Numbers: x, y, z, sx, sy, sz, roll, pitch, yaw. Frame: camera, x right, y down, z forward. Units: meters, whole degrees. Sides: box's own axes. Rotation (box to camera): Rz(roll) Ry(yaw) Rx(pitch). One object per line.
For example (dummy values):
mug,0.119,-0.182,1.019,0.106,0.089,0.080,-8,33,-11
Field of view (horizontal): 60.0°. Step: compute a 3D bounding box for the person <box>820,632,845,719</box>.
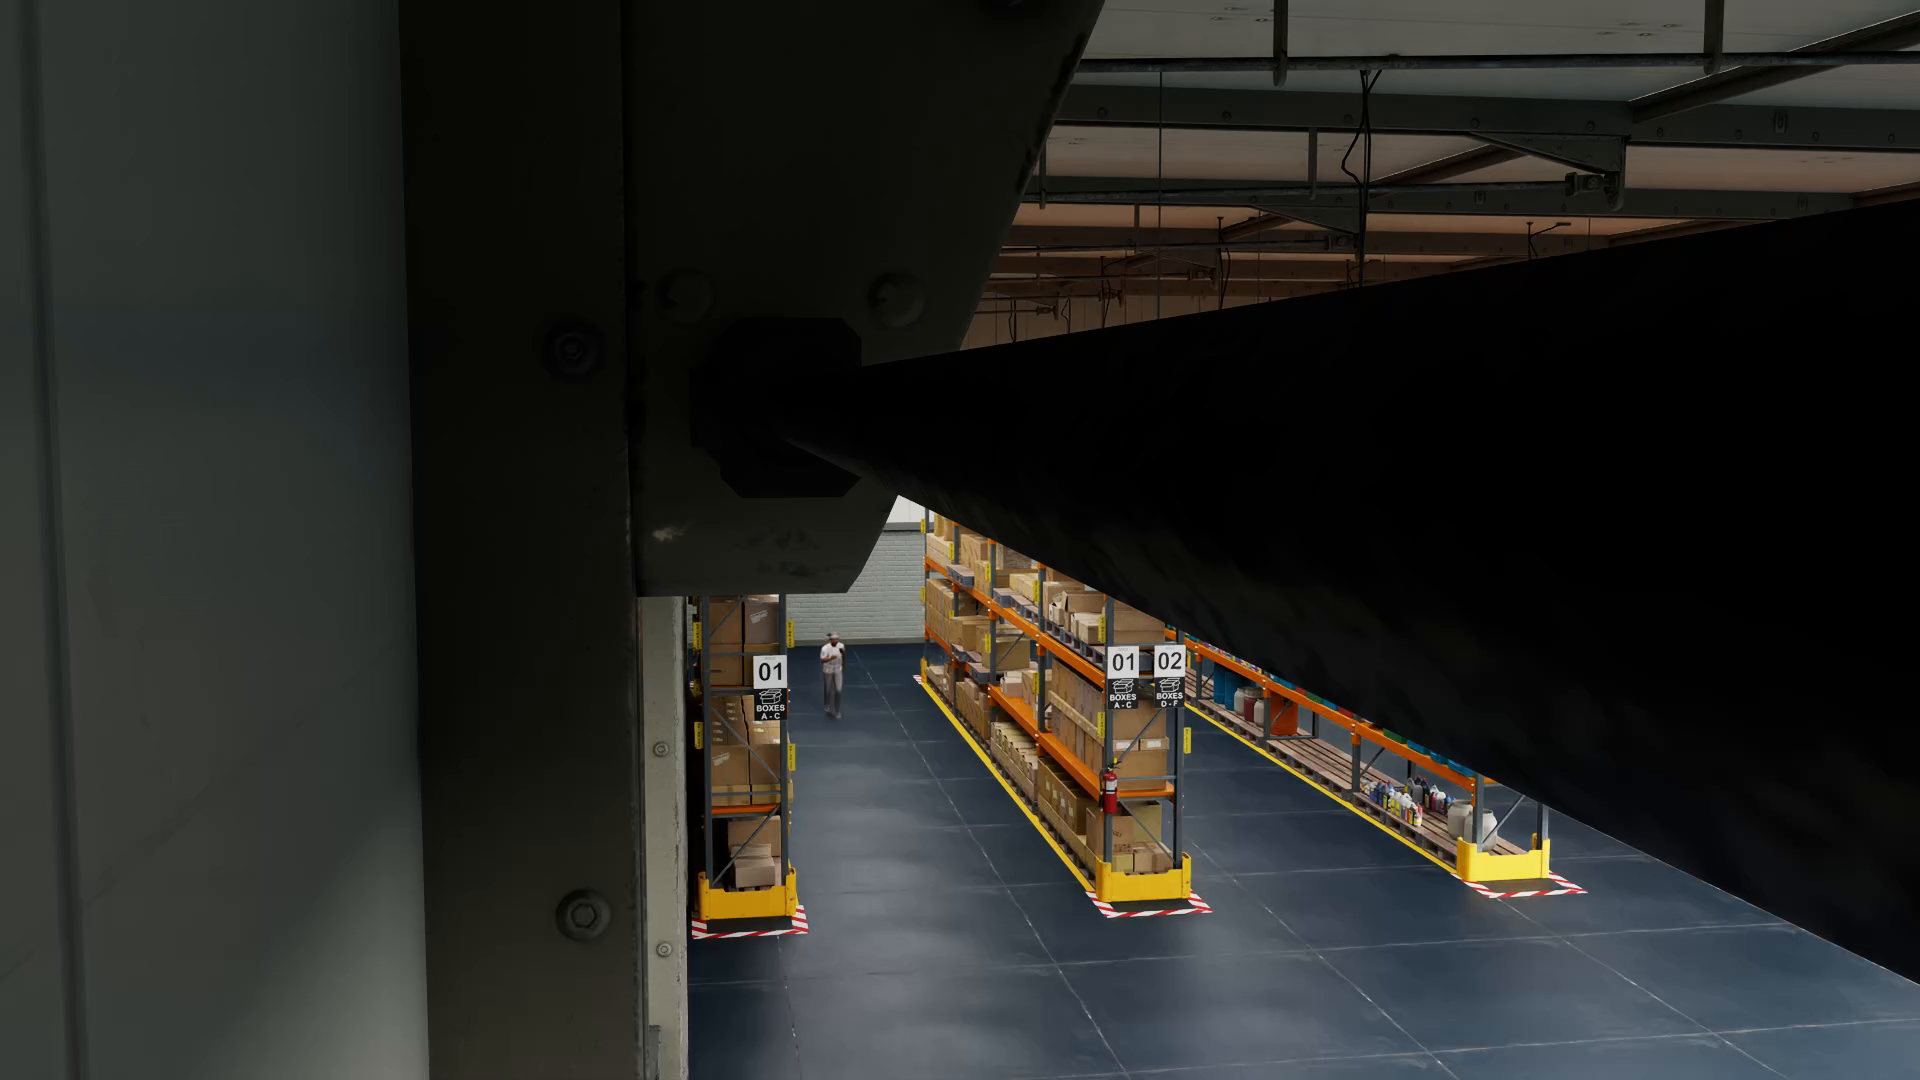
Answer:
person,-2.493,2.639,32.658,0.572,1.756,0.865,-1,5,-17
